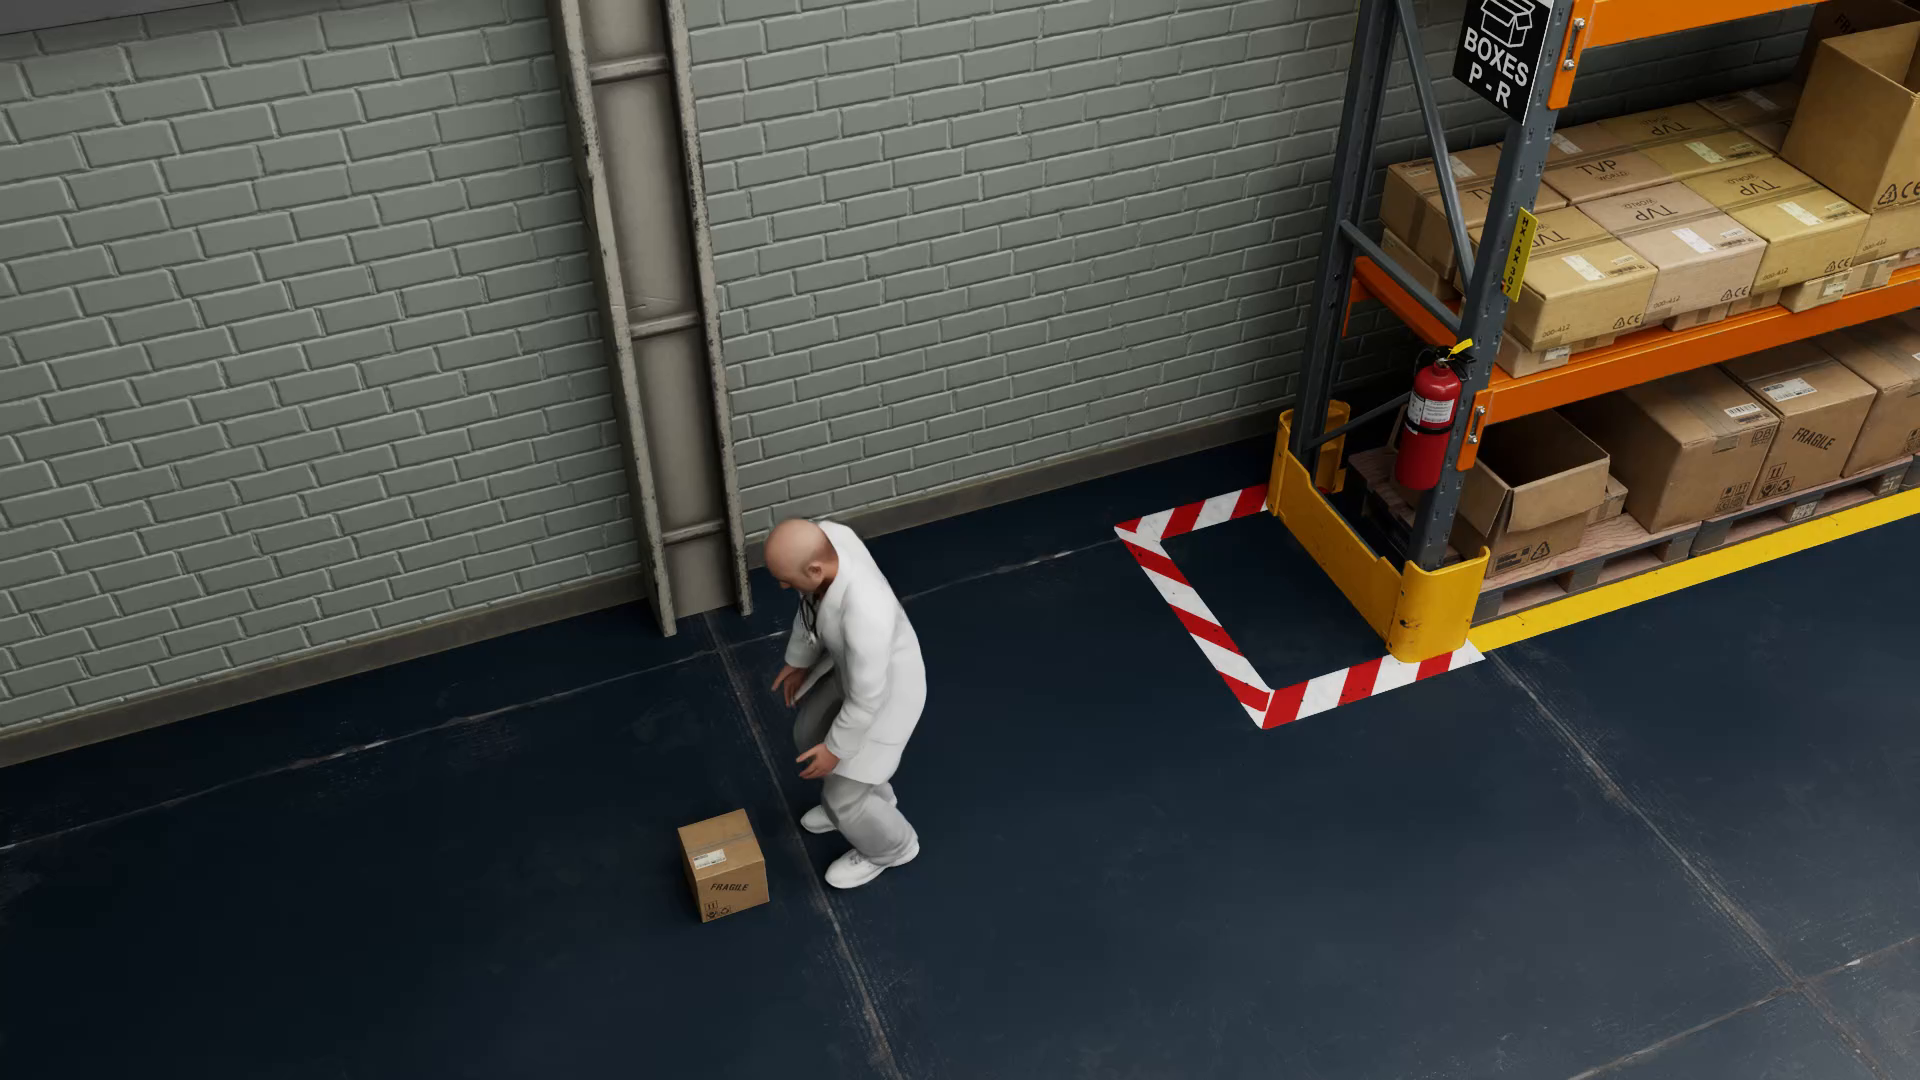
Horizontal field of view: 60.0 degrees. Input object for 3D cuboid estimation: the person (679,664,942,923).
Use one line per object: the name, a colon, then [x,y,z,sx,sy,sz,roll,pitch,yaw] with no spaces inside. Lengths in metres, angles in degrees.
person: [-0.524,0.875,5.925,0.956,0.822,0.580,-16,44,-18]
